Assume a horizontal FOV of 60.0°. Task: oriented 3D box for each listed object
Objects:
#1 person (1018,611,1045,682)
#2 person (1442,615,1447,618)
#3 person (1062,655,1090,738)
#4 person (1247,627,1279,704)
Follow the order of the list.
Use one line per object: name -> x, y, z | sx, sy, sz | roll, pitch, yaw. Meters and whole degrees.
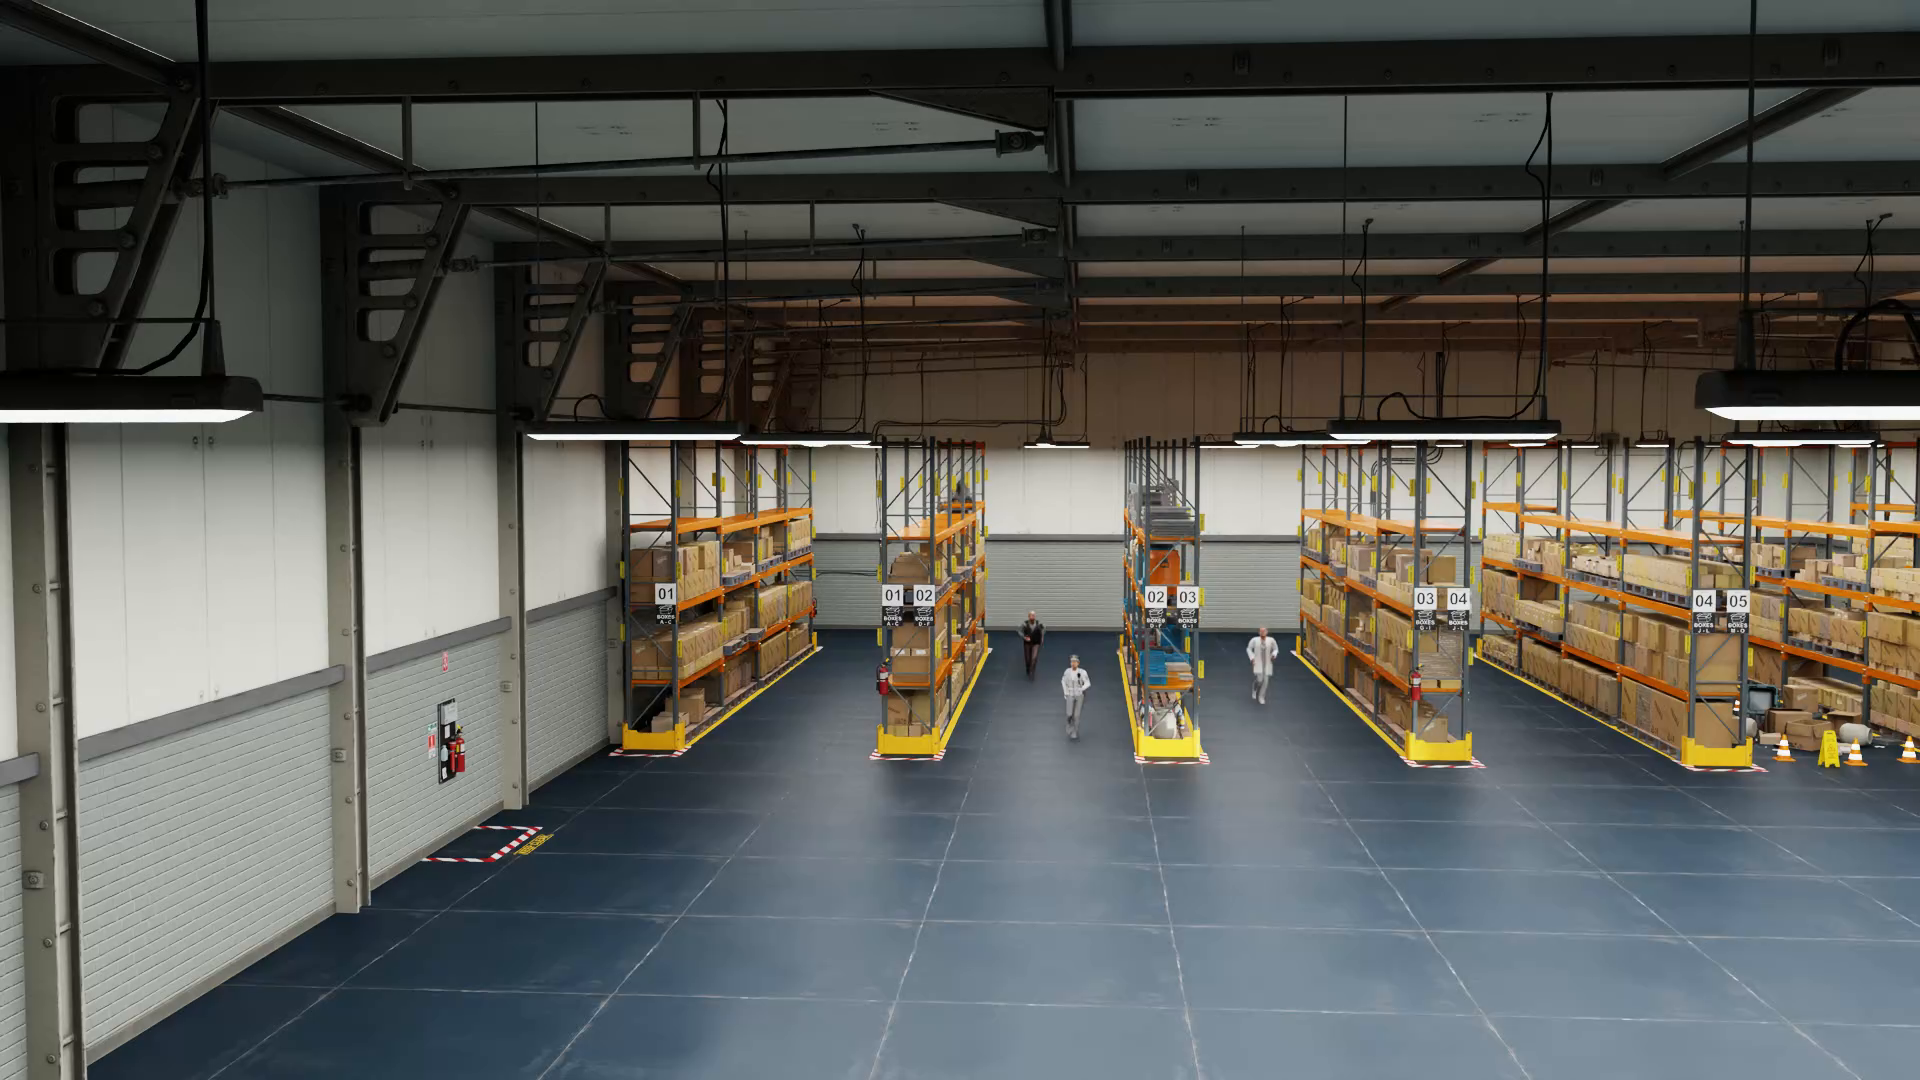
person -> 1.798, 2.637, 41.730 | 0.681, 1.718, 0.992 | 0, 3, -3
person -> 13.990, 2.344, 47.473 | 0.606, 1.639, 0.861 | -1, 3, -24
person -> 2.295, 3.121, 33.179 | 0.602, 1.658, 0.555 | 1, 3, 13
person -> 6.887, 2.836, 37.767 | 0.698, 1.747, 0.668 | 0, 3, 4
